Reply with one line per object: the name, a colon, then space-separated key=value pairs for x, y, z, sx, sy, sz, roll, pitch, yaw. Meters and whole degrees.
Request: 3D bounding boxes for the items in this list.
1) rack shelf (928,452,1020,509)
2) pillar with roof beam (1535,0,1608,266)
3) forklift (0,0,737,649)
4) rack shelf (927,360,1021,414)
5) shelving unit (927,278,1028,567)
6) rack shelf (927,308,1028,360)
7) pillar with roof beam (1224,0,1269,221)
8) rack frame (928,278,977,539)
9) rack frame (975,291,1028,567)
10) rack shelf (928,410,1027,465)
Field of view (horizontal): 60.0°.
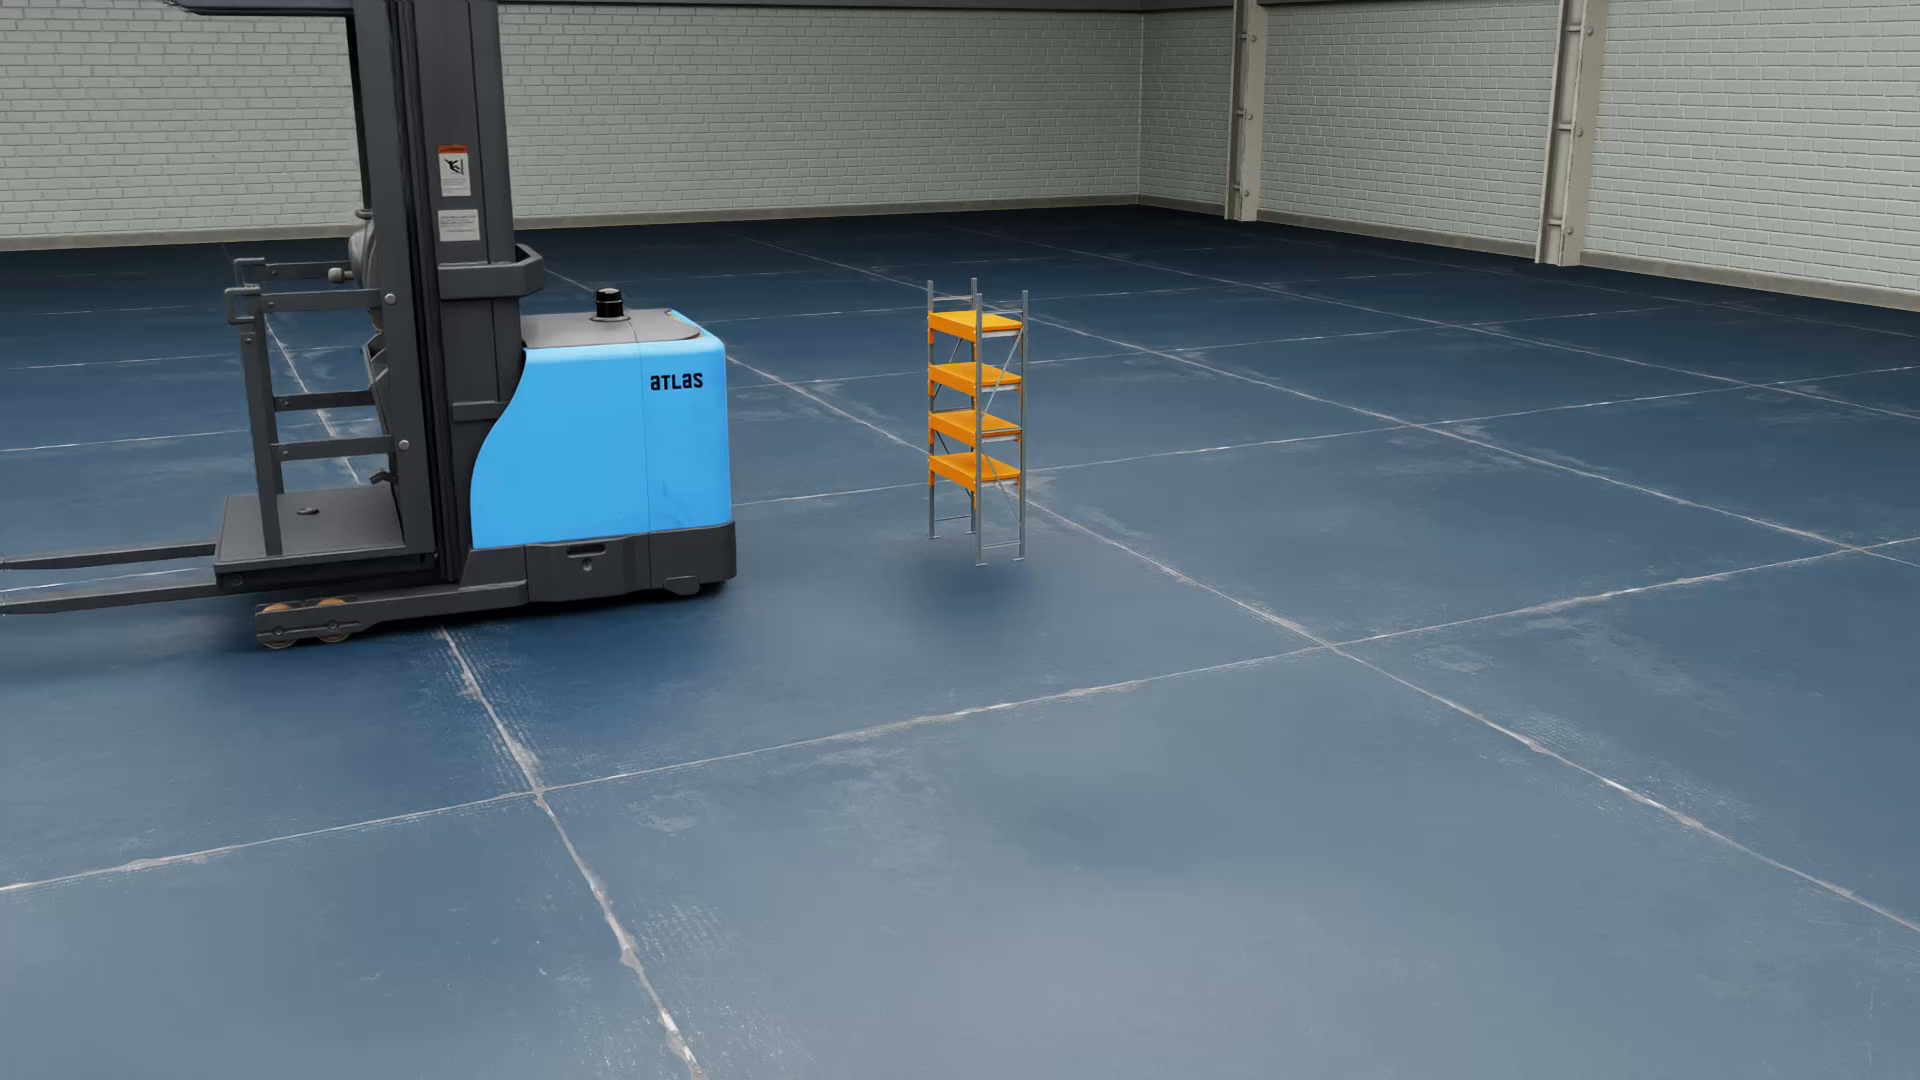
rack shelf: x=0.073 y=-0.280 z=7.515 sx=0.258 sy=0.148 sz=0.480 roll=-8 pitch=18 yaw=-25
pillar with roof beam: x=2.748 y=-6.863 z=15.351 sx=9.100 sy=9.000 sz=0.400 roll=-8 pitch=18 yaw=-25
forklift: x=-2.507 y=-1.161 z=6.482 sx=3.031 sy=2.935 sz=1.130 roll=-6 pitch=17 yaw=-20
rack shelf: x=0.073 y=-0.686 z=7.399 sx=0.258 sy=0.148 sz=0.480 roll=-8 pitch=18 yaw=-25
shelving unit: x=0.073 y=-0.536 z=7.442 sx=0.258 sy=1.200 sz=0.503 roll=-8 pitch=18 yaw=-25
rack shelf: x=0.073 y=-0.913 z=7.334 sx=0.258 sy=0.148 sz=0.480 roll=-8 pitch=18 yaw=-25
pillar with roof beam: x=0.120 y=-8.351 z=20.536 sx=9.100 sy=9.000 sz=0.400 roll=-8 pitch=18 yaw=-25
rack frame: x=-0.034 y=-0.596 z=7.653 sx=0.240 sy=1.200 sz=0.015 roll=-8 pitch=18 yaw=-25
rack frame: x=0.179 y=-0.475 z=7.231 sx=0.240 sy=1.200 sz=0.015 roll=-8 pitch=18 yaw=-25
rack shelf: x=0.073 y=-0.471 z=7.461 sx=0.258 sy=0.148 sz=0.480 roll=-8 pitch=18 yaw=-25
